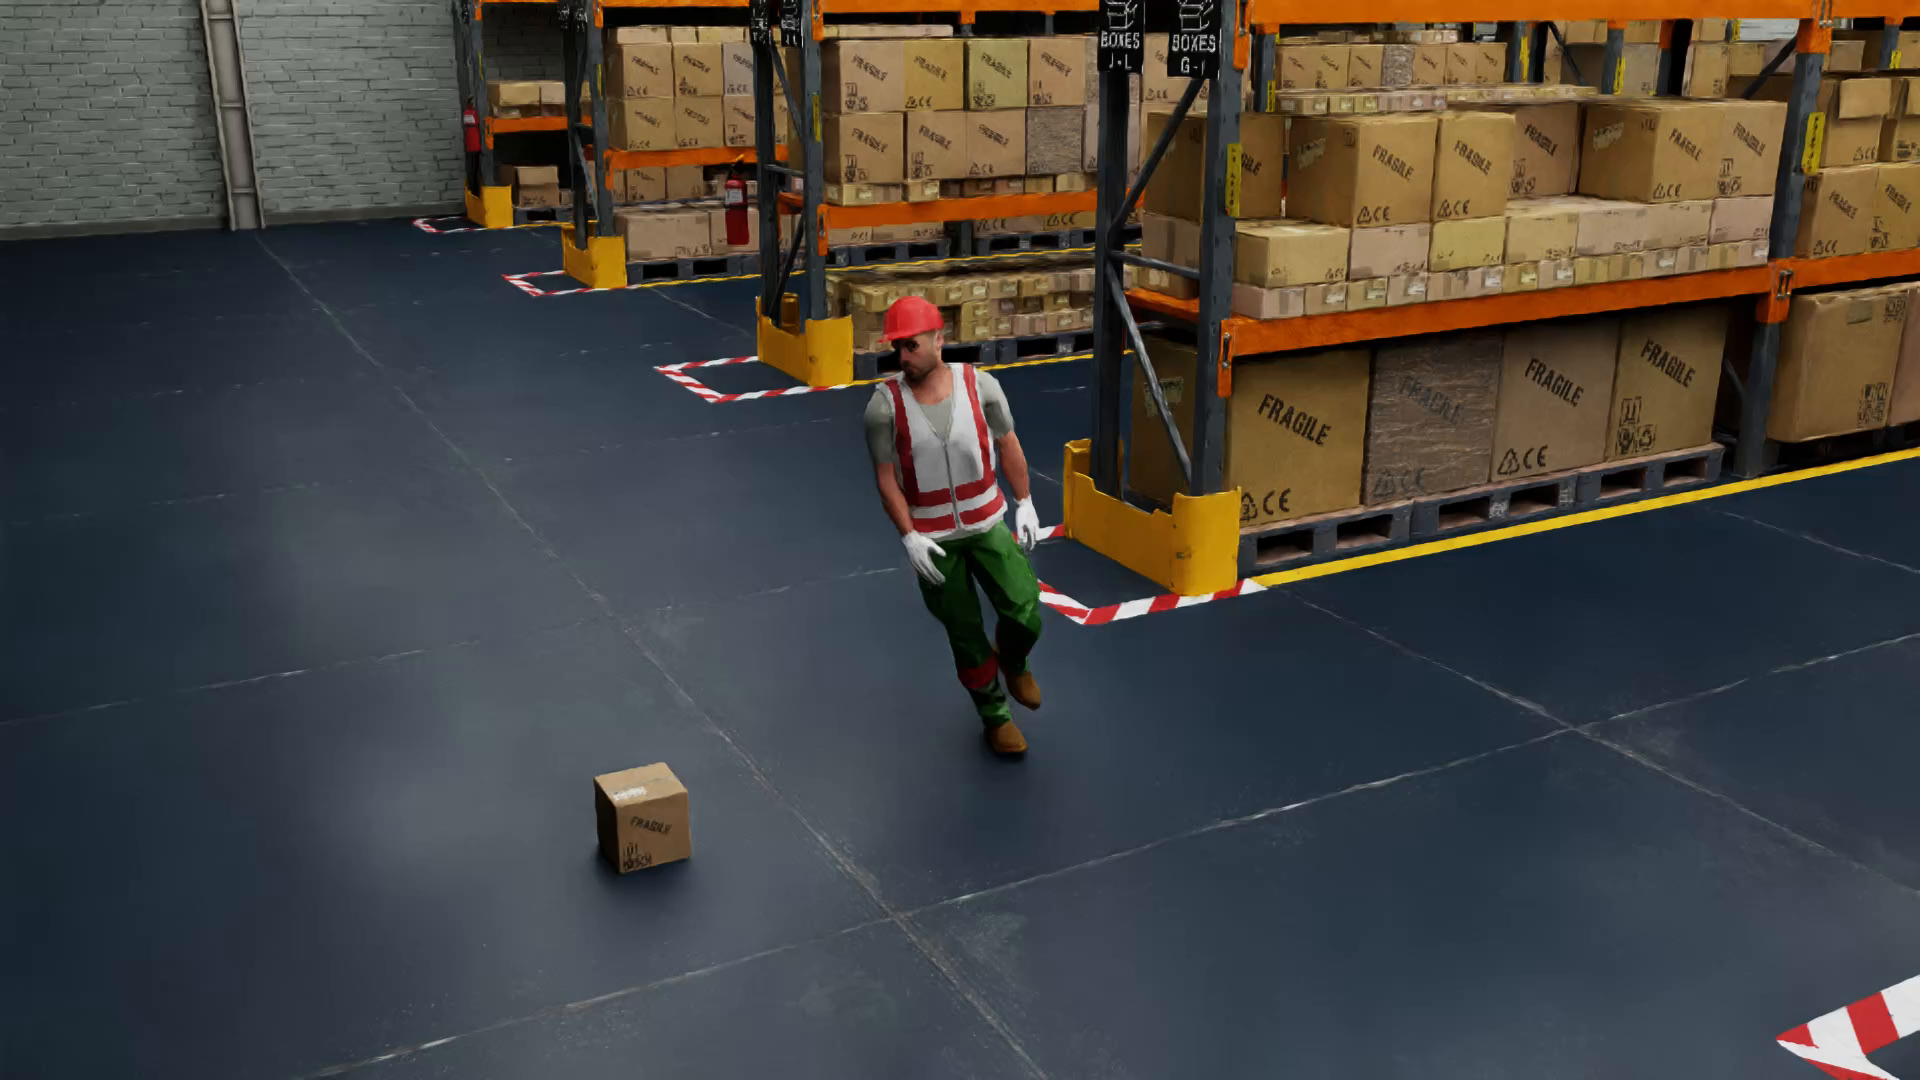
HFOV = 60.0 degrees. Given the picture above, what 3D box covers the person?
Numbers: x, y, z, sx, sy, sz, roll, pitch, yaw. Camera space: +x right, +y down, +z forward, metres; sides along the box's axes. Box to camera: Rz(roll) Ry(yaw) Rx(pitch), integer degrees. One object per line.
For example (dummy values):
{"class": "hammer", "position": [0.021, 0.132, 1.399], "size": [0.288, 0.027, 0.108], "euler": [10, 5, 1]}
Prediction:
{"class": "person", "position": [-0.004, -0.039, 6.157], "size": [0.692, 1.747, 0.506], "euler": [-2, 18, -7]}
